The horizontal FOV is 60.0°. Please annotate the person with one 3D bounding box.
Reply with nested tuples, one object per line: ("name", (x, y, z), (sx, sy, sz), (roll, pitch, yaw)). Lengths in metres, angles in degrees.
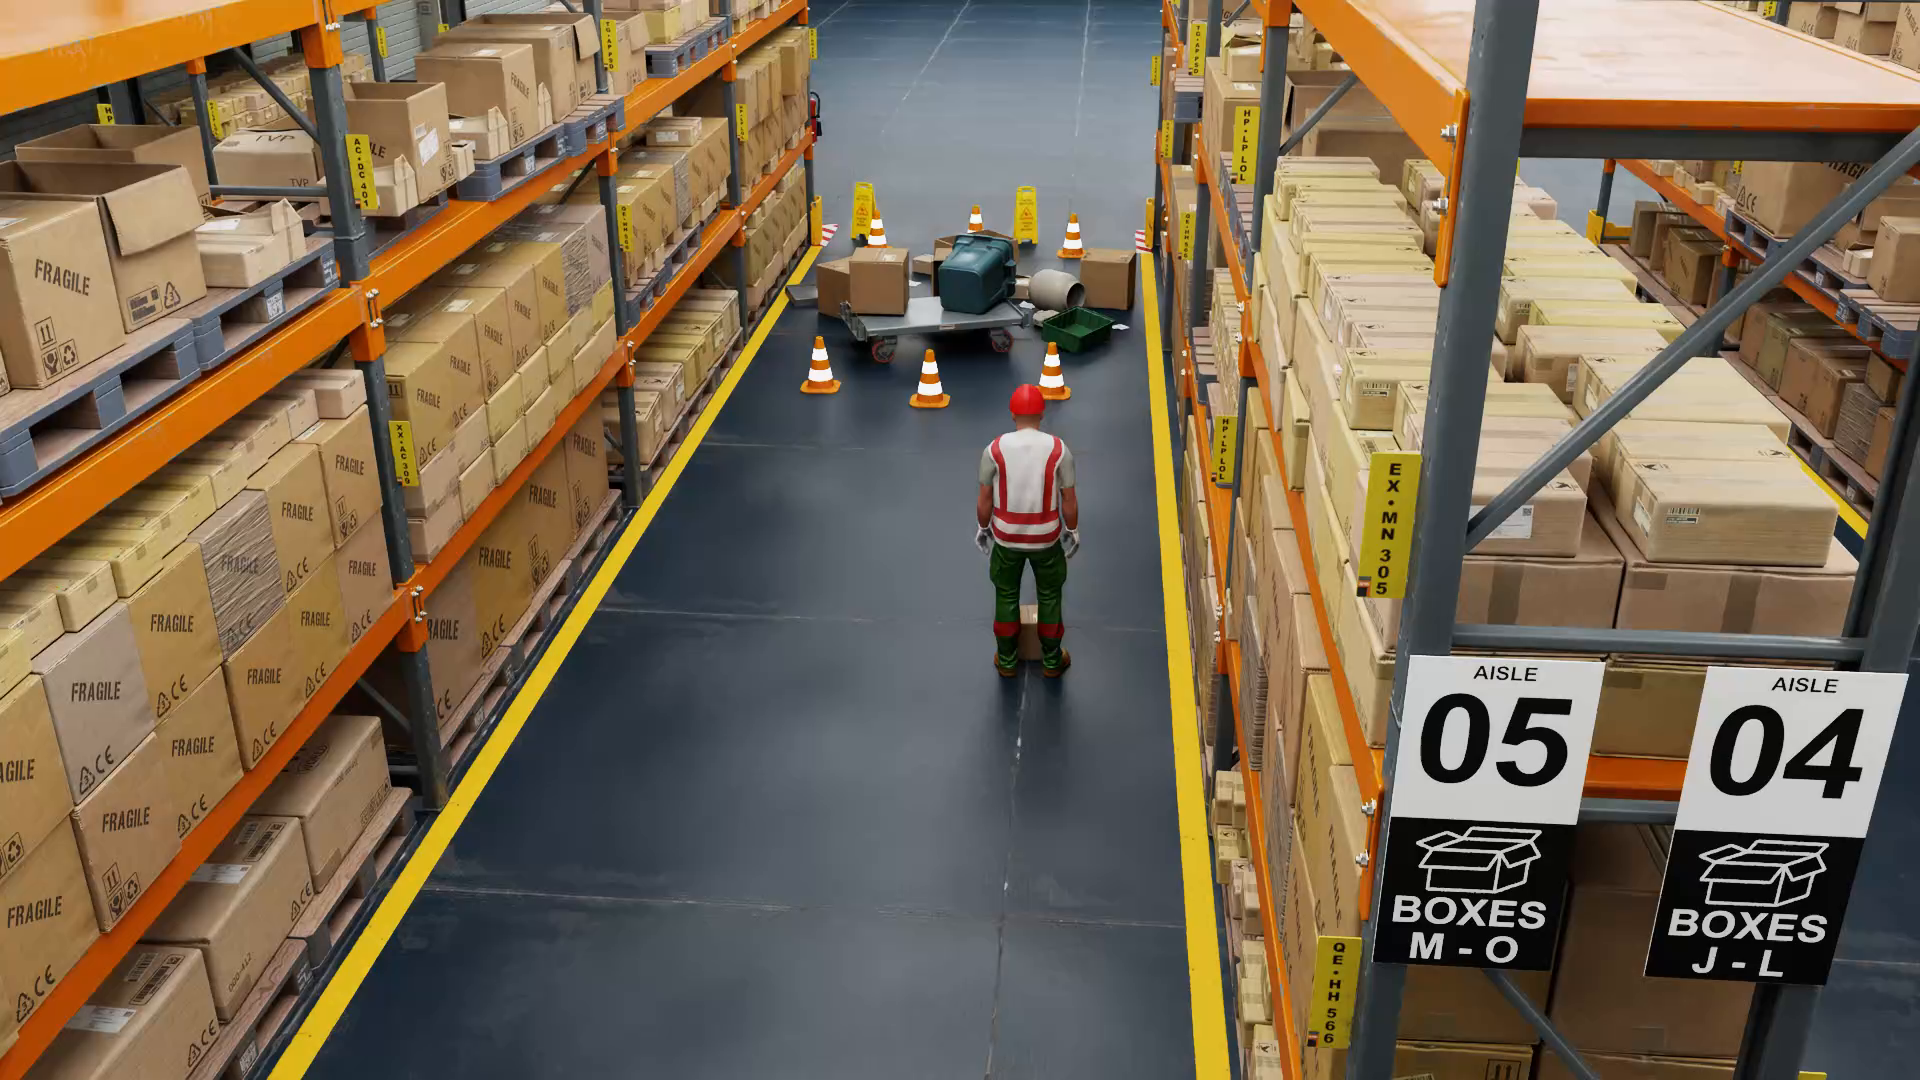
("person", (0.395, -0.036, 9.664), (0.610, 1.779, 0.448), (2, 24, 5))
